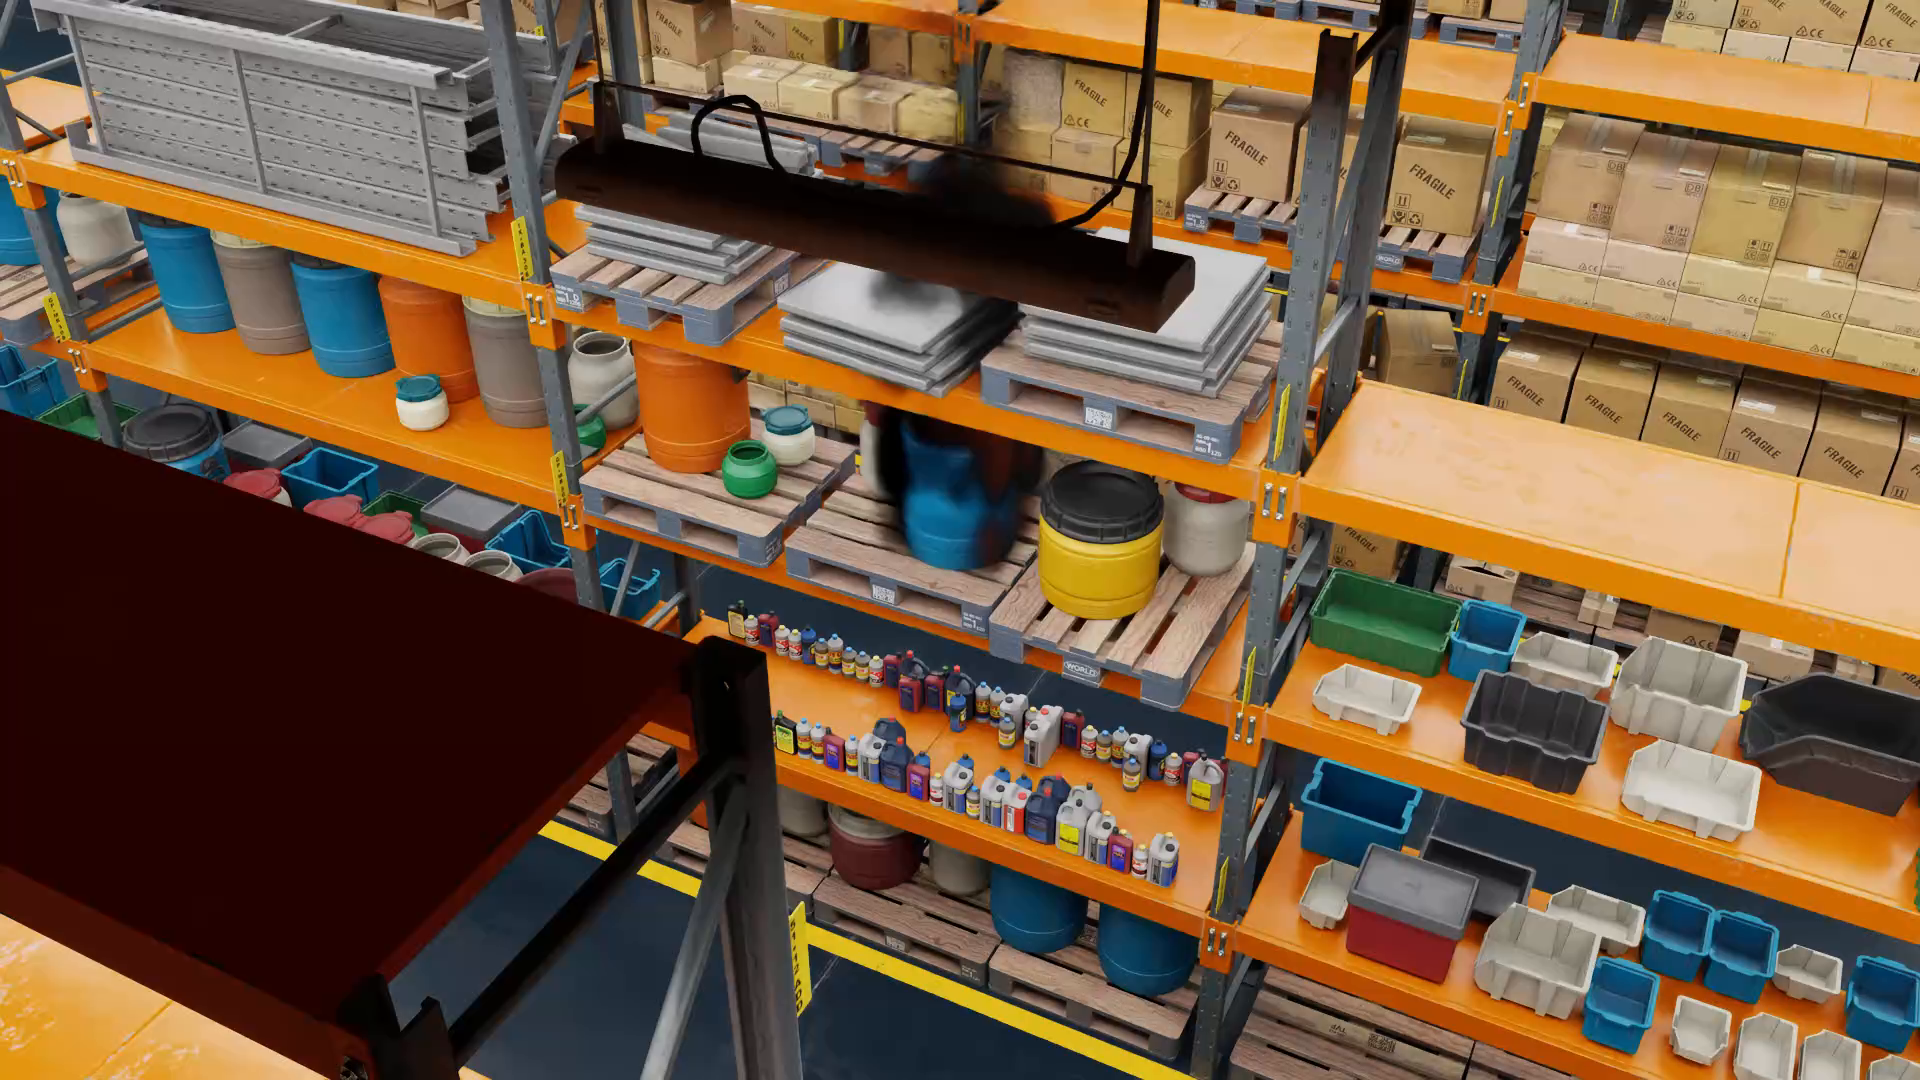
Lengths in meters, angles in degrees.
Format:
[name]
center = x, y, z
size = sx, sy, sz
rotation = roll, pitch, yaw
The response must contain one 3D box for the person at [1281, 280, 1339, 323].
[person]
center = 3.091, -1.520, 14.546
size = 0.904, 1.688, 0.559
rotation = 11, 36, 15
